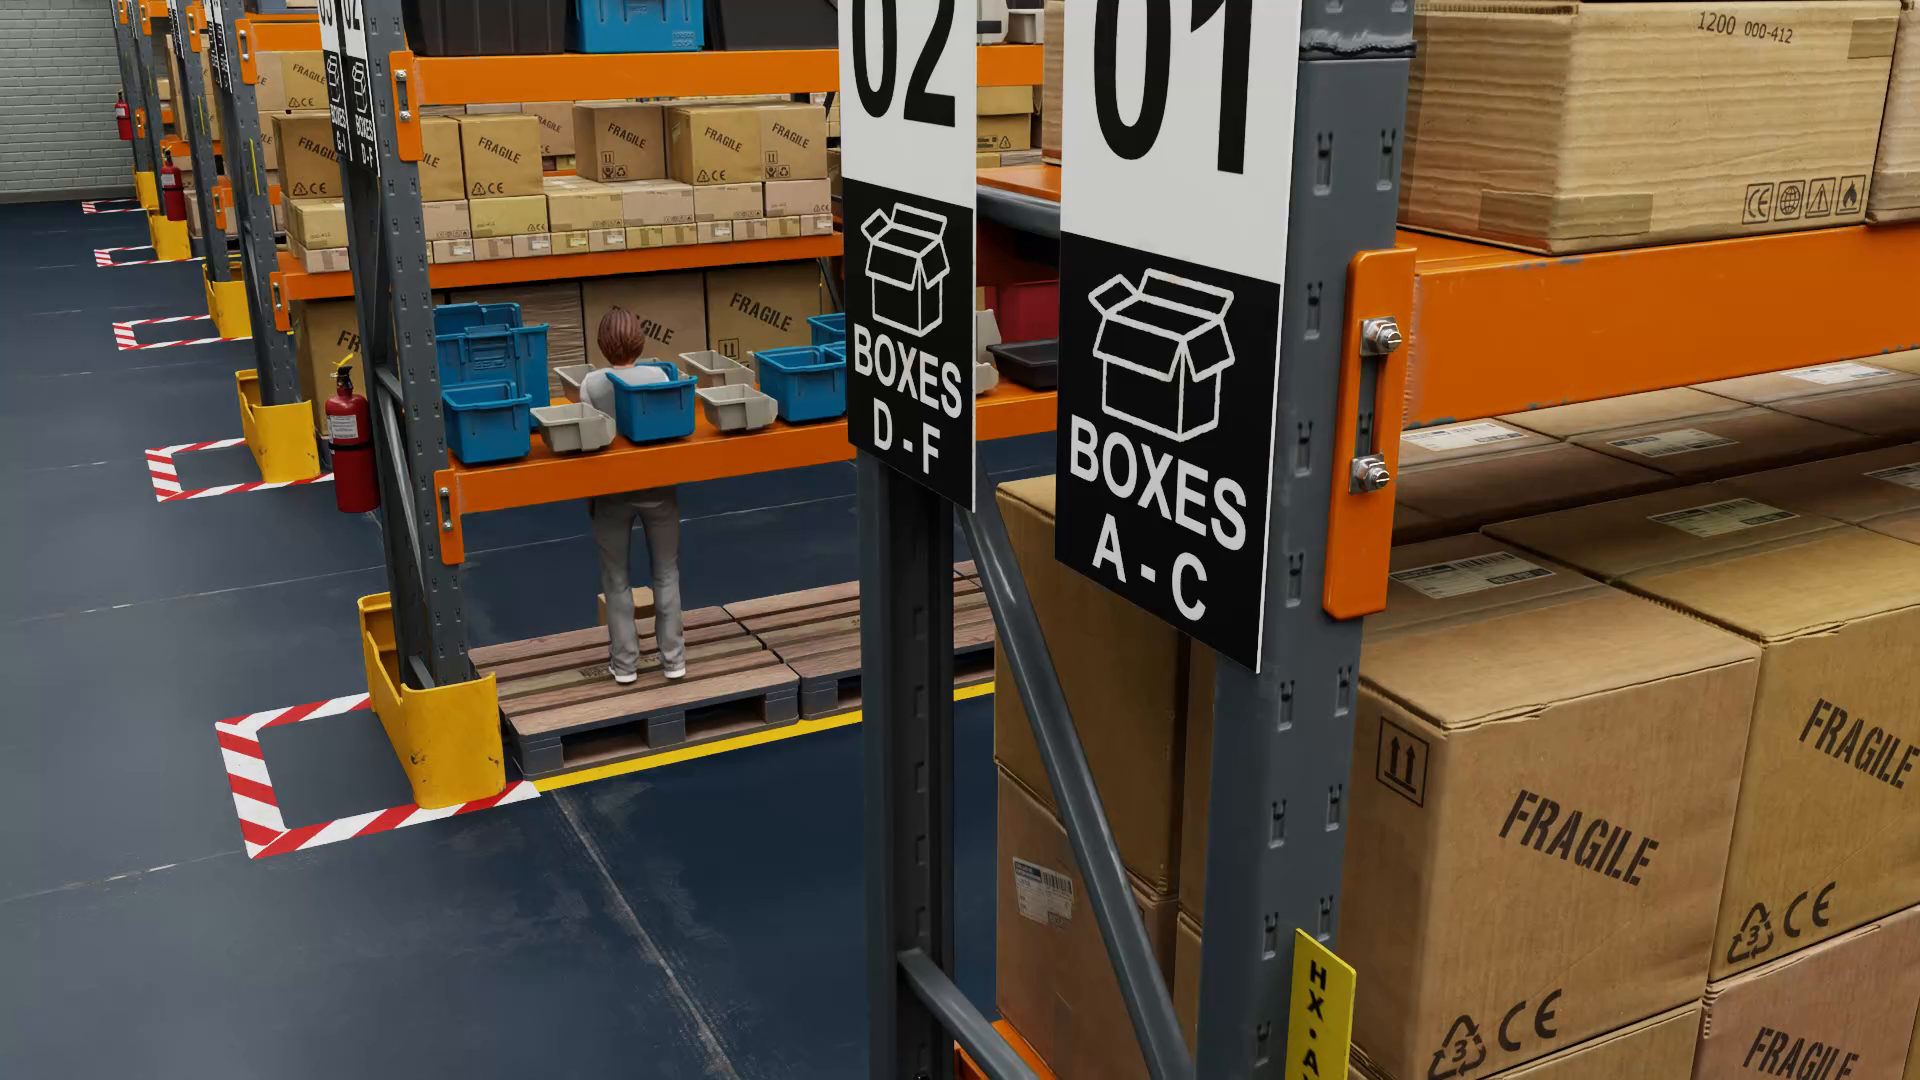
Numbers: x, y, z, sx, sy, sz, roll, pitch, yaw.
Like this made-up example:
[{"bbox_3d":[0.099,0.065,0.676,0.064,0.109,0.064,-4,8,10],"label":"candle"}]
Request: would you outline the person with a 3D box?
[{"bbox_3d":[-1.376,-0.169,6.943,0.408,1.593,0.302,-5,19,-14],"label":"person"}]
